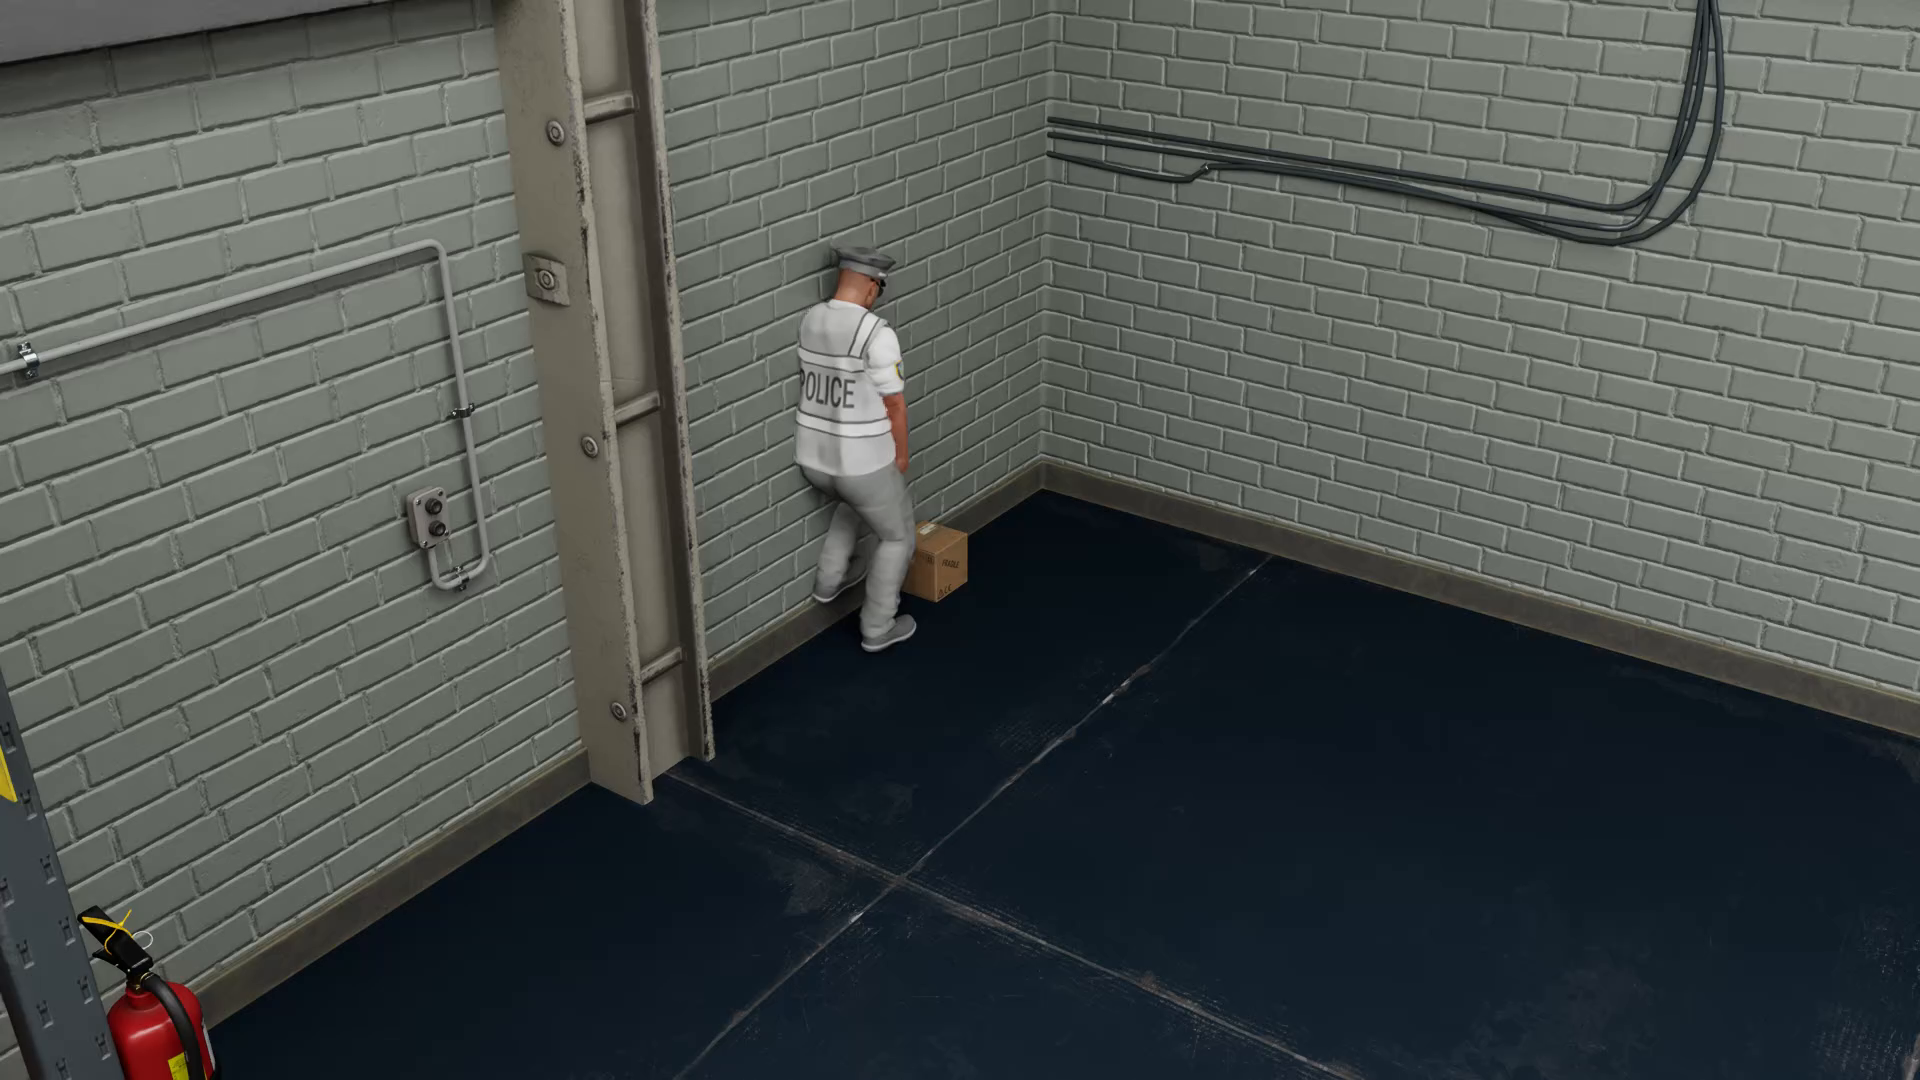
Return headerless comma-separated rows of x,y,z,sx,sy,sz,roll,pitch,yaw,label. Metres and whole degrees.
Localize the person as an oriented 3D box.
-0.441,-0.373,6.919,0.557,1.701,0.520,18,32,32,person
